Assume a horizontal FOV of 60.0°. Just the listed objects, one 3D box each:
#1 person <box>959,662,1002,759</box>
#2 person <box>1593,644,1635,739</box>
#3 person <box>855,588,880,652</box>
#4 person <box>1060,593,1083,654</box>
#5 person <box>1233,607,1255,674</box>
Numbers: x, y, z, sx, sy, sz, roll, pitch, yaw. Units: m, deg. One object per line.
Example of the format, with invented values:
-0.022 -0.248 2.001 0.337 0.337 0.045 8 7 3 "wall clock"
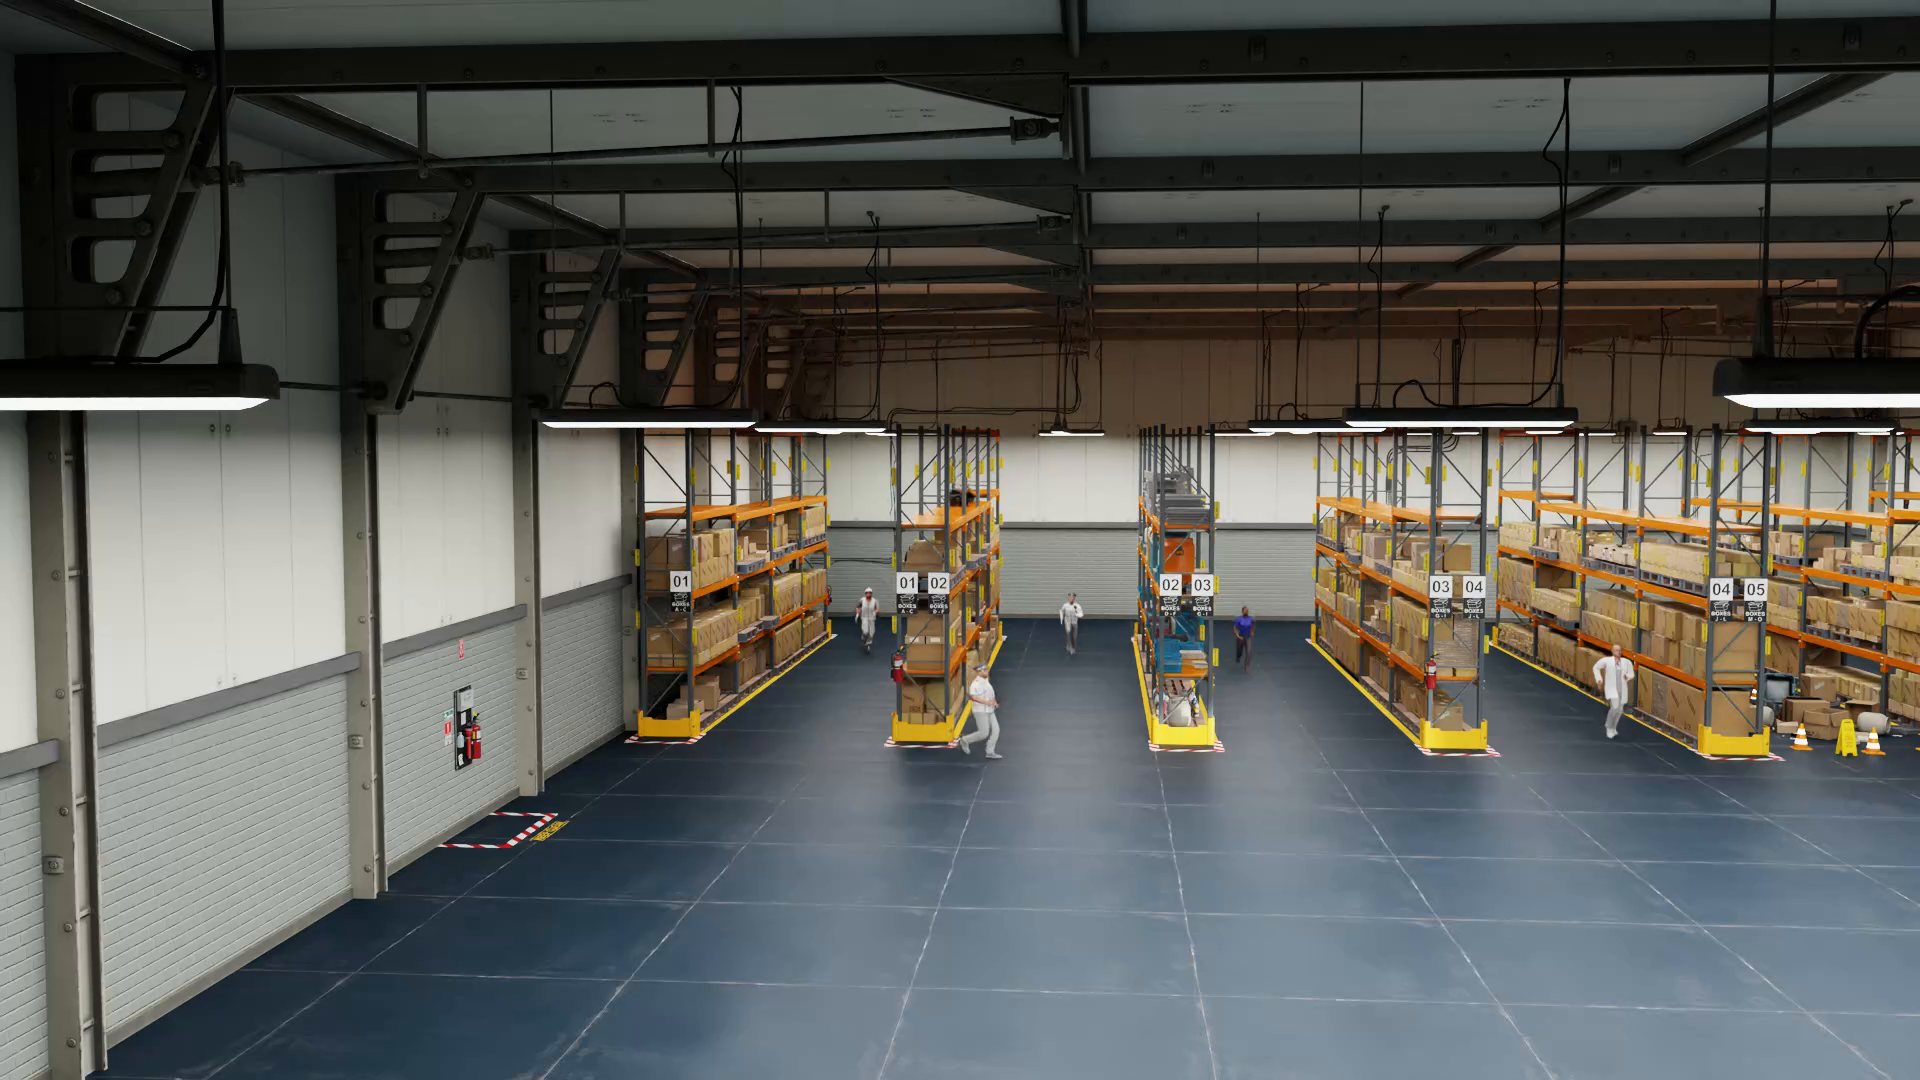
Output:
0.394 3.037 29.765 0.764 1.738 0.670 2 4 24 "person"
12.559 2.898 31.855 0.676 1.795 0.780 0 3 -1 "person"
-2.453 2.137 44.248 0.652 1.738 0.739 -1 4 -11 "person"
2.905 2.192 43.371 0.604 1.656 0.884 0 3 1 "person"
7.001 2.450 40.918 0.564 1.631 0.892 0 3 1 "person"
